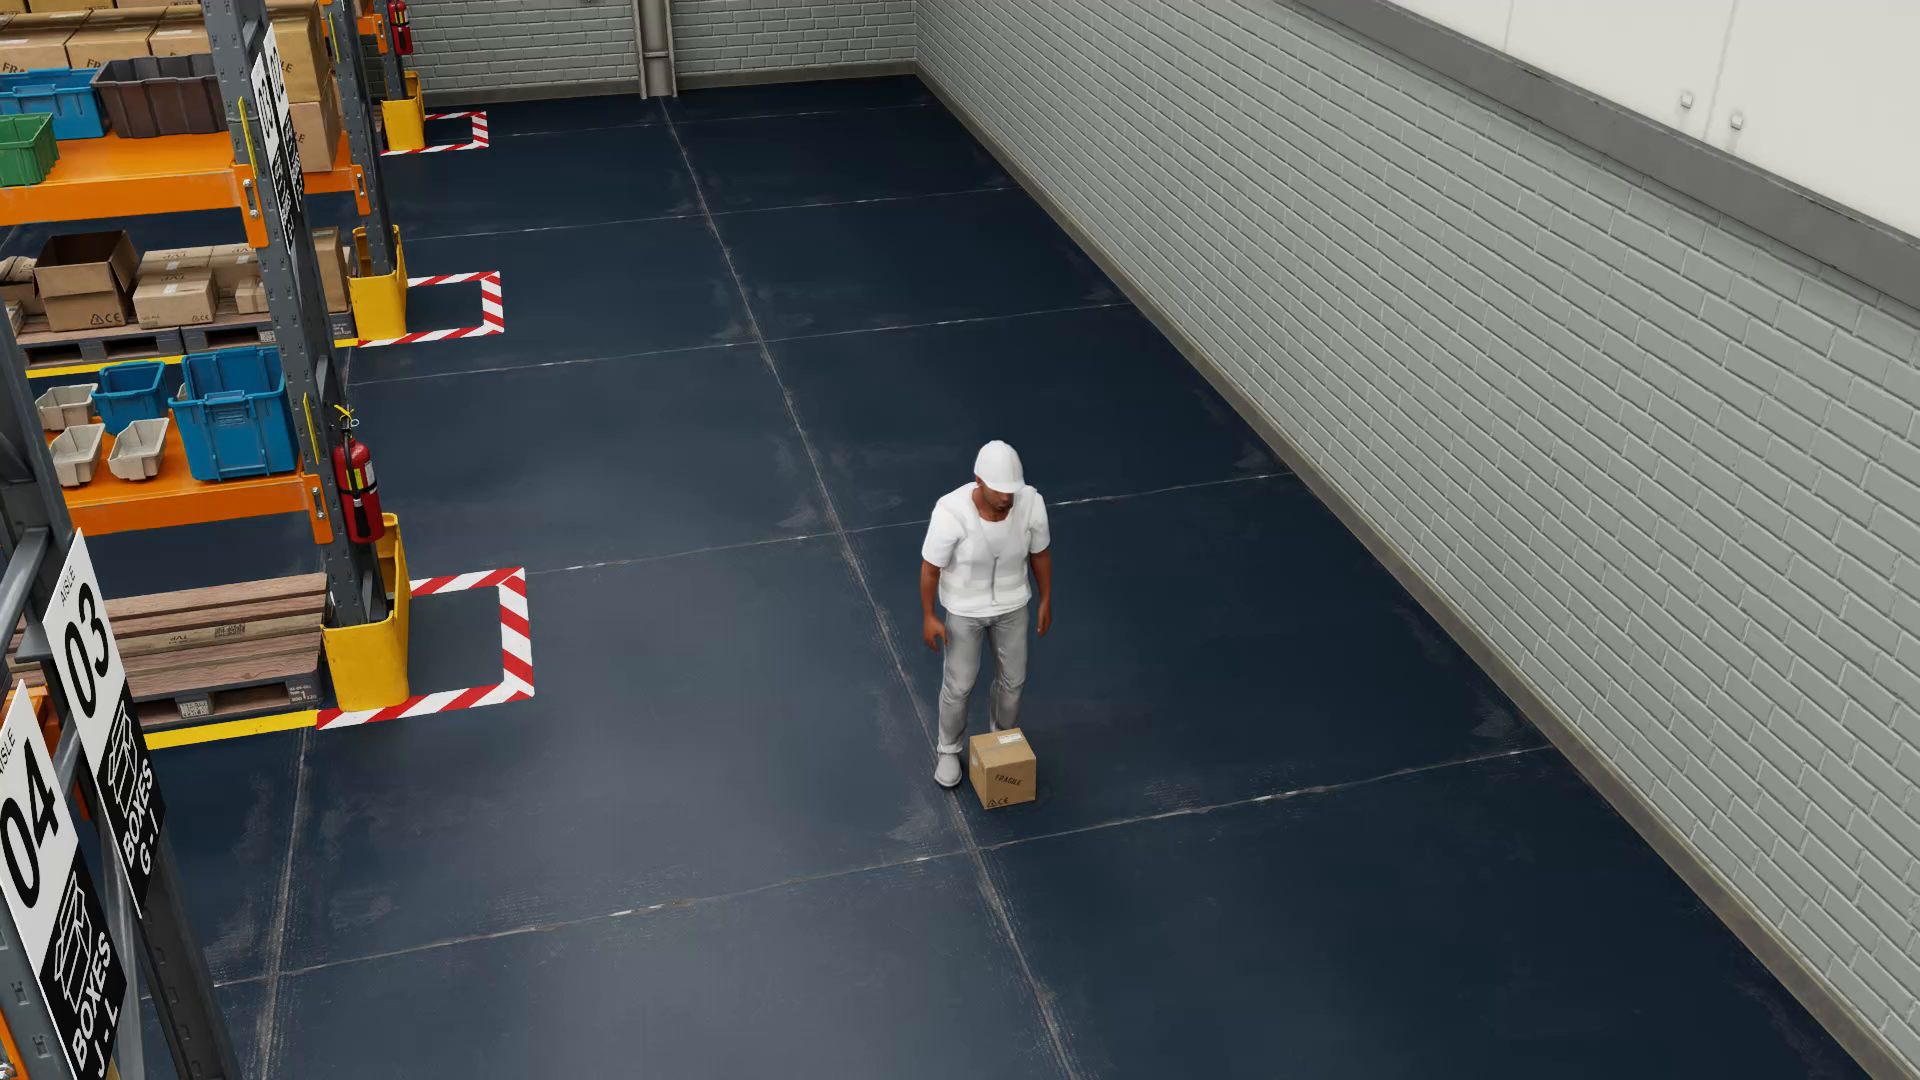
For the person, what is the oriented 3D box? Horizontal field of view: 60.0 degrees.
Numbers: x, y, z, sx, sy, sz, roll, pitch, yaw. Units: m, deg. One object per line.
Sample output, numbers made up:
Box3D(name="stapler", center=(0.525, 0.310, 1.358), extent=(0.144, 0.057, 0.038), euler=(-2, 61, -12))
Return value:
Box3D(name="person", center=(0.131, 0.321, 7.668), extent=(0.631, 1.760, 0.463), euler=(-8, 31, -14))
